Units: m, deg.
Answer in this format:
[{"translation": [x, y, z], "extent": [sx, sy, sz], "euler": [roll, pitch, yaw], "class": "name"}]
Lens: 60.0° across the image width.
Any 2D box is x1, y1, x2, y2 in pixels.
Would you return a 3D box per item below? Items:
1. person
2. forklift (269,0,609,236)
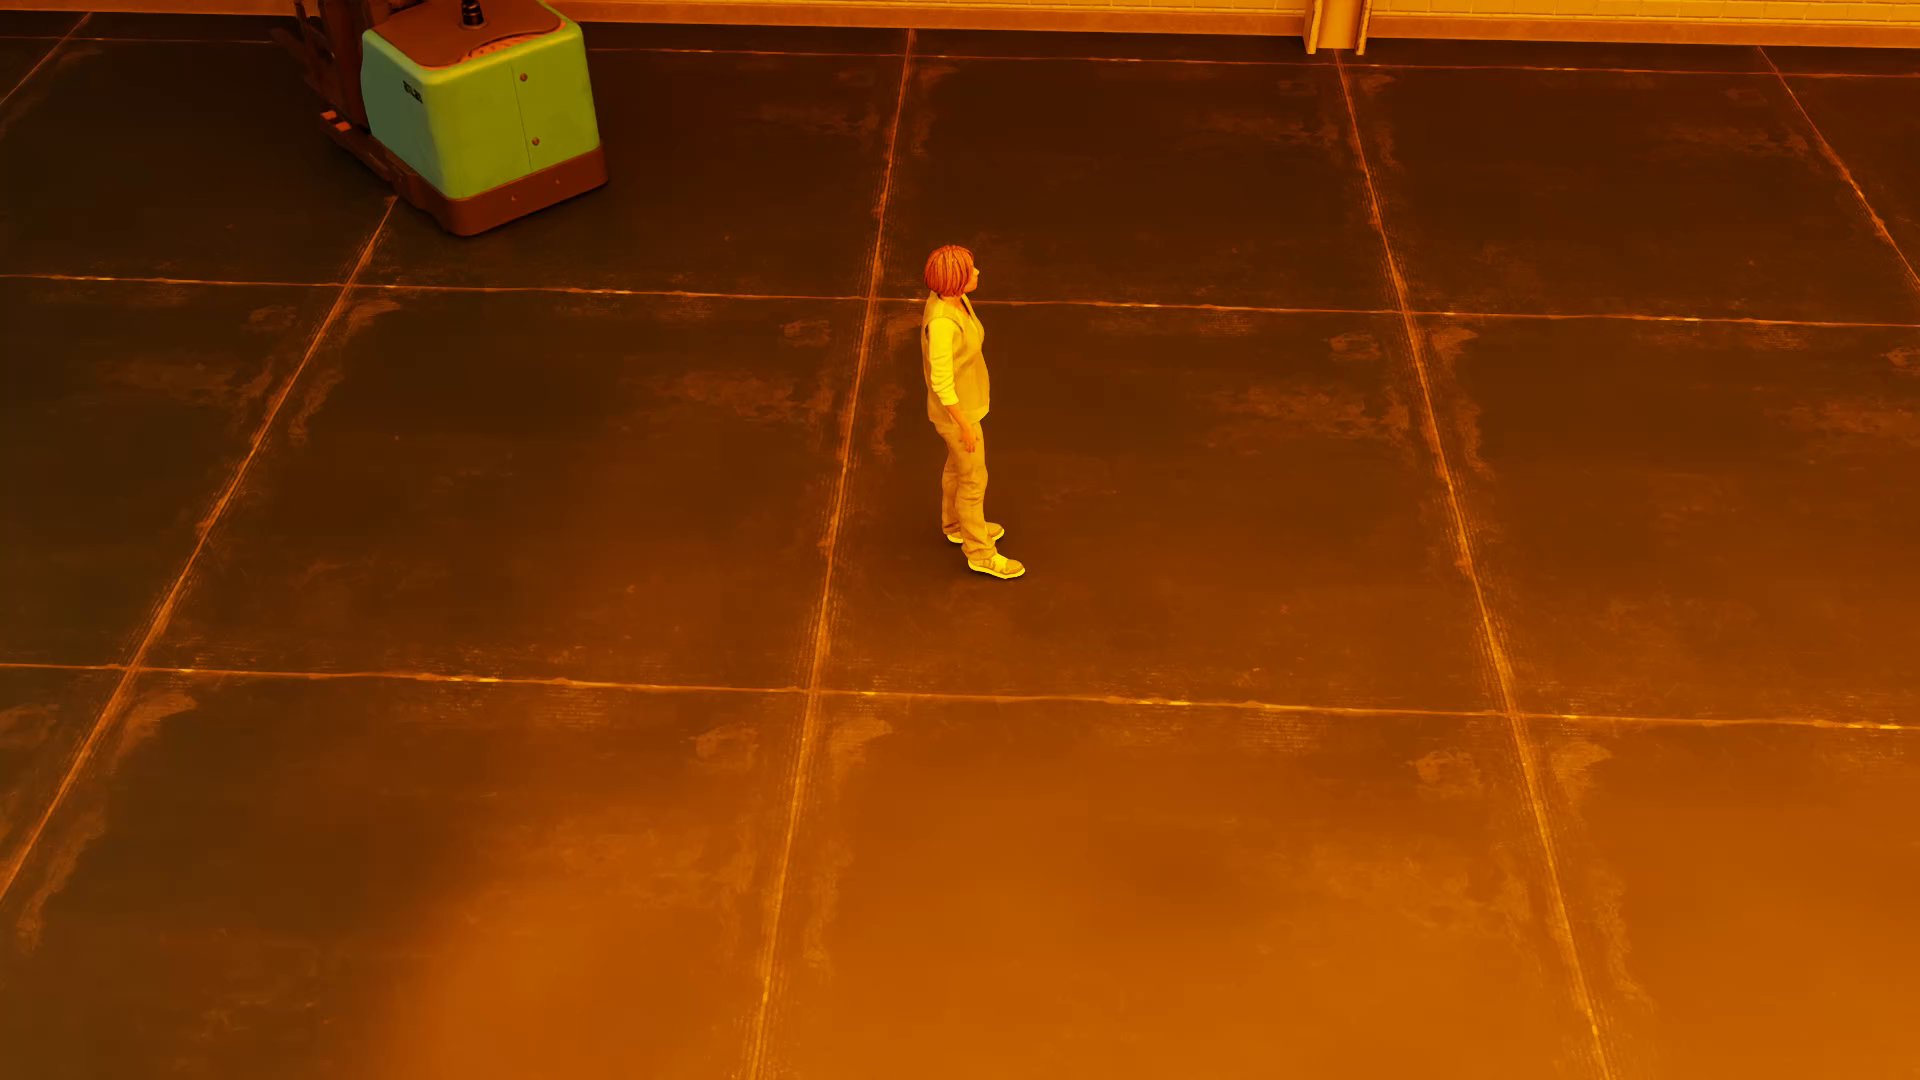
[{"translation": [0.073, -0.578, 7.365], "extent": [0.475, 1.582, 0.520], "euler": [2, 42, 2], "class": "person"}, {"translation": [-3.505, -3.789, 9.893], "extent": [1.130, 2.935, 3.031], "euler": [-30, 50, -29], "class": "forklift"}]
